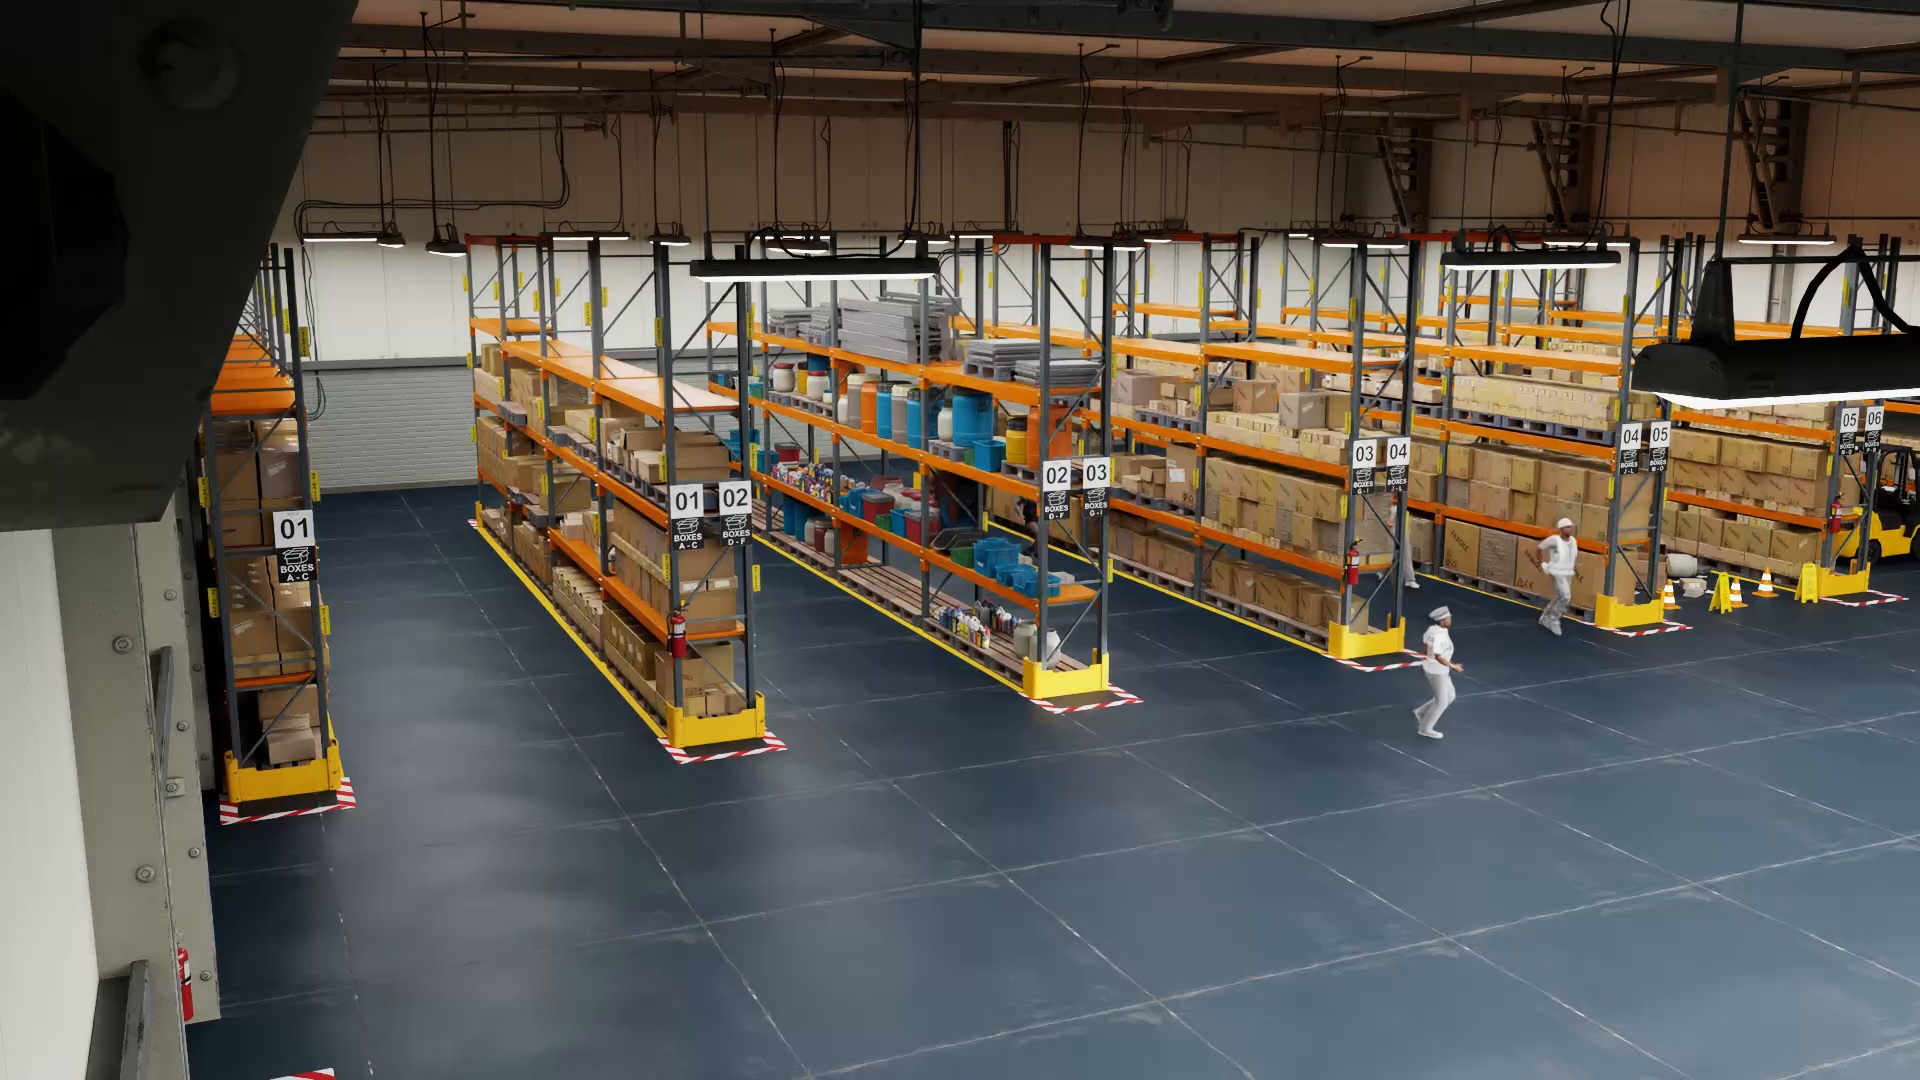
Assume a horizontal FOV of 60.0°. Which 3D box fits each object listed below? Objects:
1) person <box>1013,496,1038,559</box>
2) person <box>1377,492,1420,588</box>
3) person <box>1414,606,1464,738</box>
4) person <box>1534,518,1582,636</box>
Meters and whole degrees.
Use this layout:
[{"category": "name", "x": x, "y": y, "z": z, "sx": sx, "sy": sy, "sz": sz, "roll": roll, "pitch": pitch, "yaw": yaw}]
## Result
[{"category": "person", "x": 1.336, "y": -0.322, "z": 30.083, "sx": 0.667, "sy": 1.631, "sz": 0.949, "roll": -6, "pitch": 12, "yaw": -27}, {"category": "person", "x": 7.595, "y": -0.037, "z": 28.748, "sx": 0.571, "sy": 1.639, "sz": 0.990, "roll": -7, "pitch": 13, "yaw": -32}, {"category": "person", "x": 5.890, "y": 1.619, "z": 20.422, "sx": 0.547, "sy": 1.664, "sz": 0.595, "roll": 2, "pitch": 11, "yaw": 10}, {"category": "person", "x": 9.289, "y": 0.557, "z": 25.690, "sx": 0.666, "sy": 1.801, "sz": 0.654, "roll": -6, "pitch": 13, "yaw": -29}]
